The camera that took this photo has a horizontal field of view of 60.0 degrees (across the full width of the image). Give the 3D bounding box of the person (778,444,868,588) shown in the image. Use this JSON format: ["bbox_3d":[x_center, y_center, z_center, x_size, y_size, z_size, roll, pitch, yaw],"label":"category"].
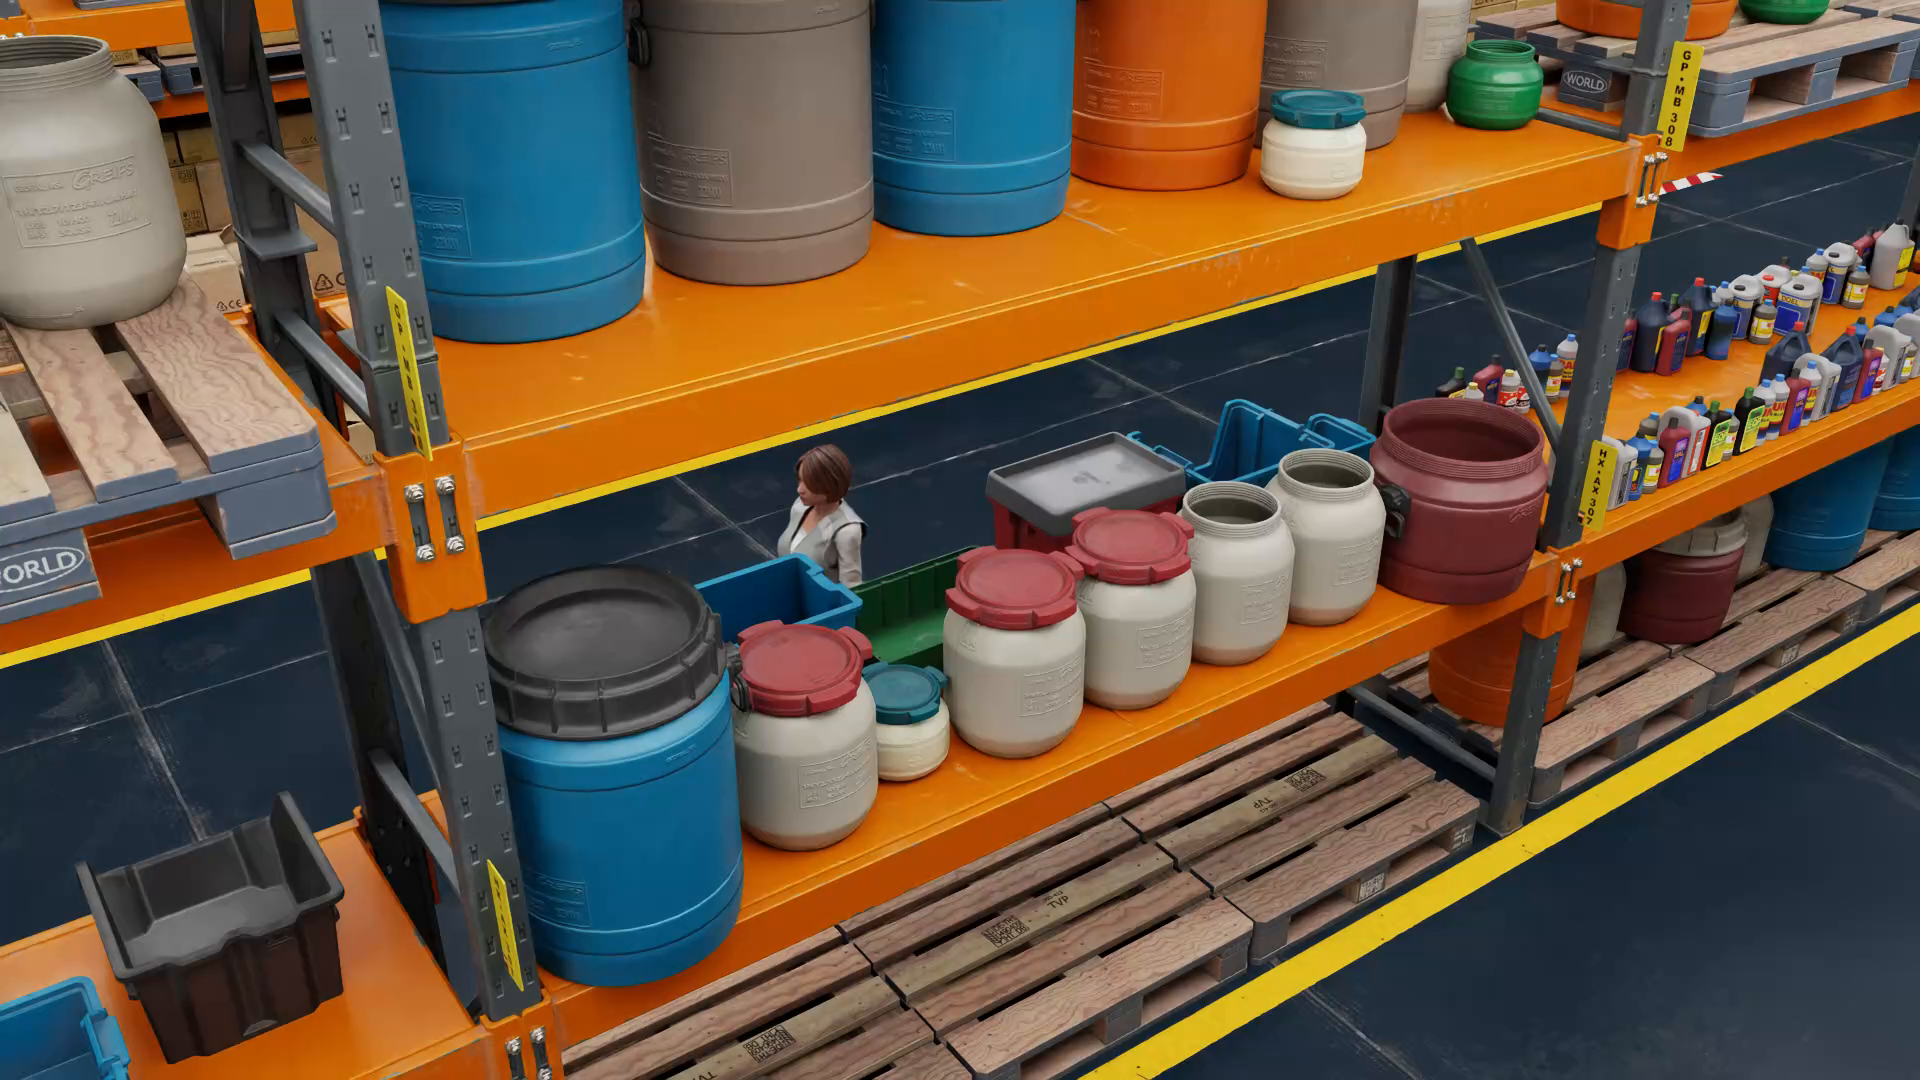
[{"bbox_3d":[-0.547,0.413,6.529,0.557,1.513,0.418,-18,34,-30],"label":"person"}]
